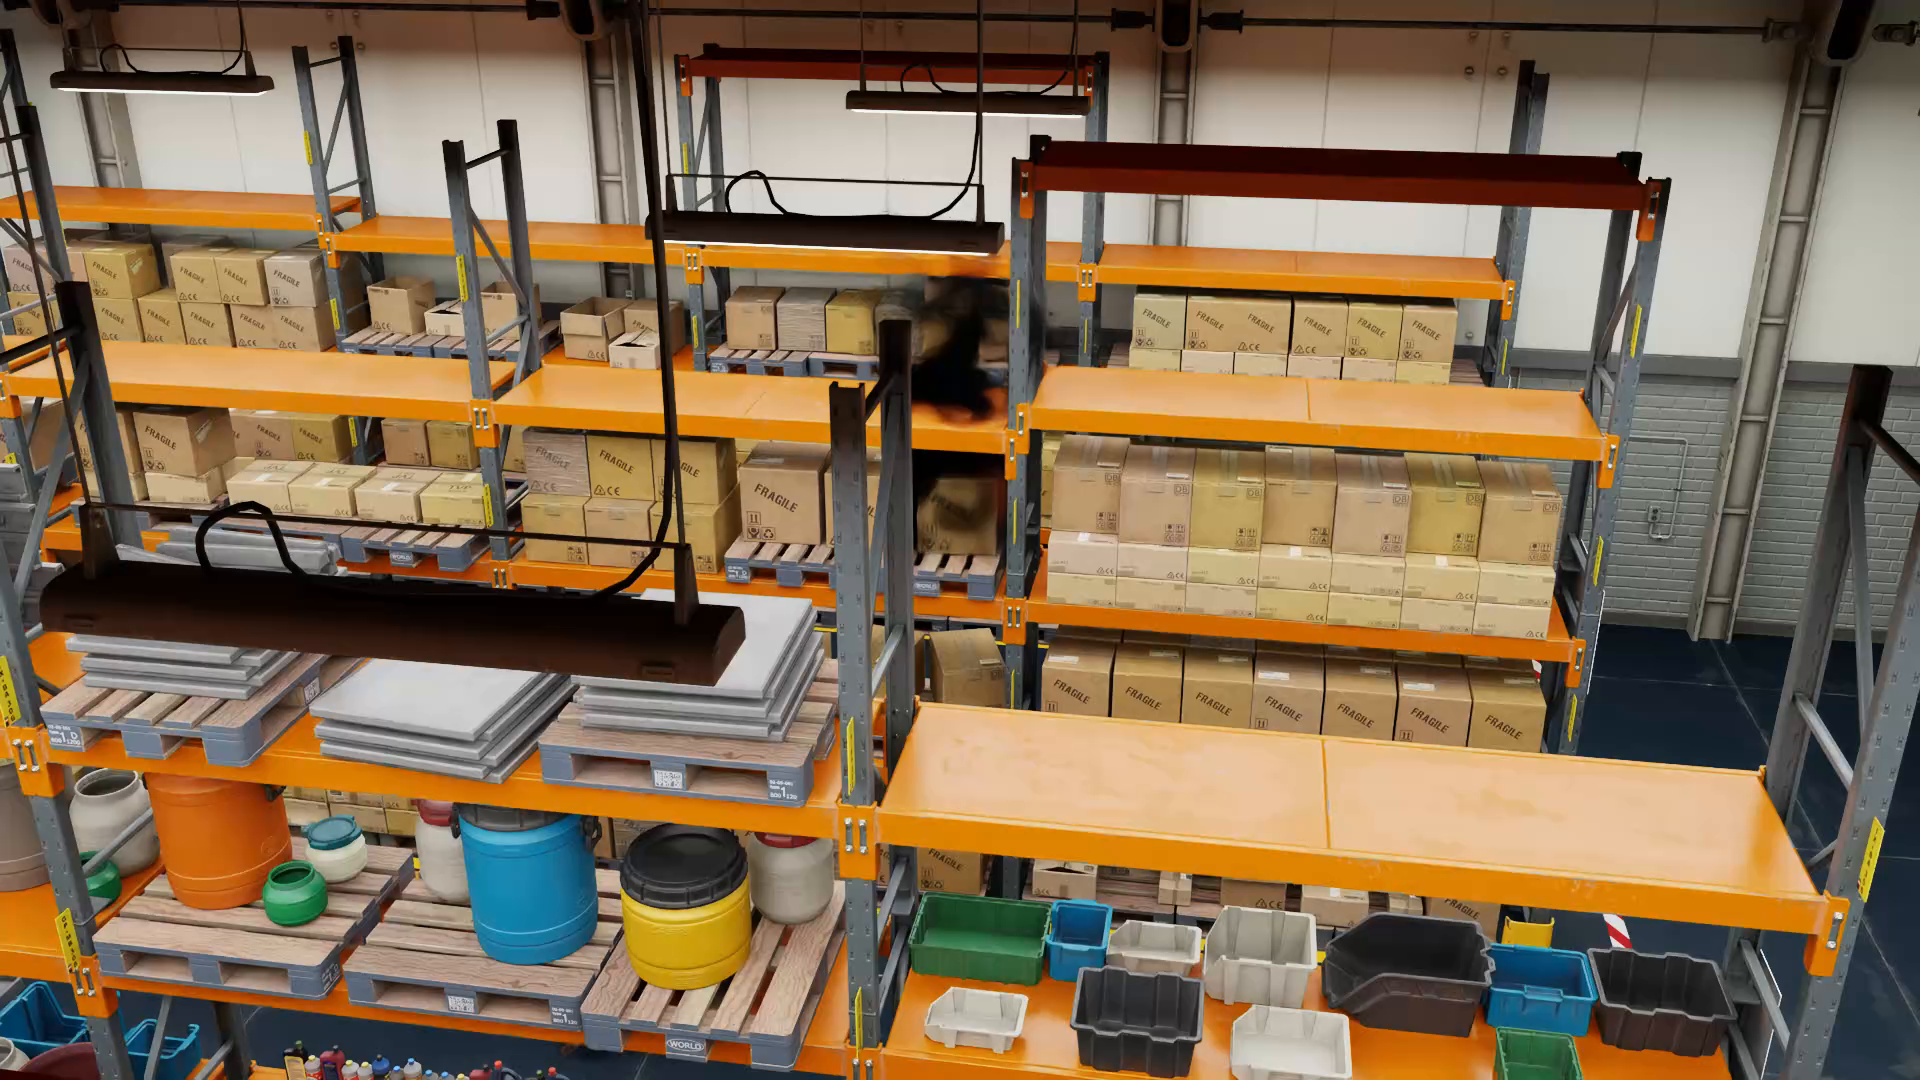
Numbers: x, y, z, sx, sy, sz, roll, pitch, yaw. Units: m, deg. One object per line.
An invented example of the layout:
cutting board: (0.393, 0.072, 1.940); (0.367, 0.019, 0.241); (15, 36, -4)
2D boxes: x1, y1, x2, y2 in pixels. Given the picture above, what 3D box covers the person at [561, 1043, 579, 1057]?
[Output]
person: (-2.718, 2.859, 11.562); (0.667, 1.672, 0.558); (0, 23, 0)
